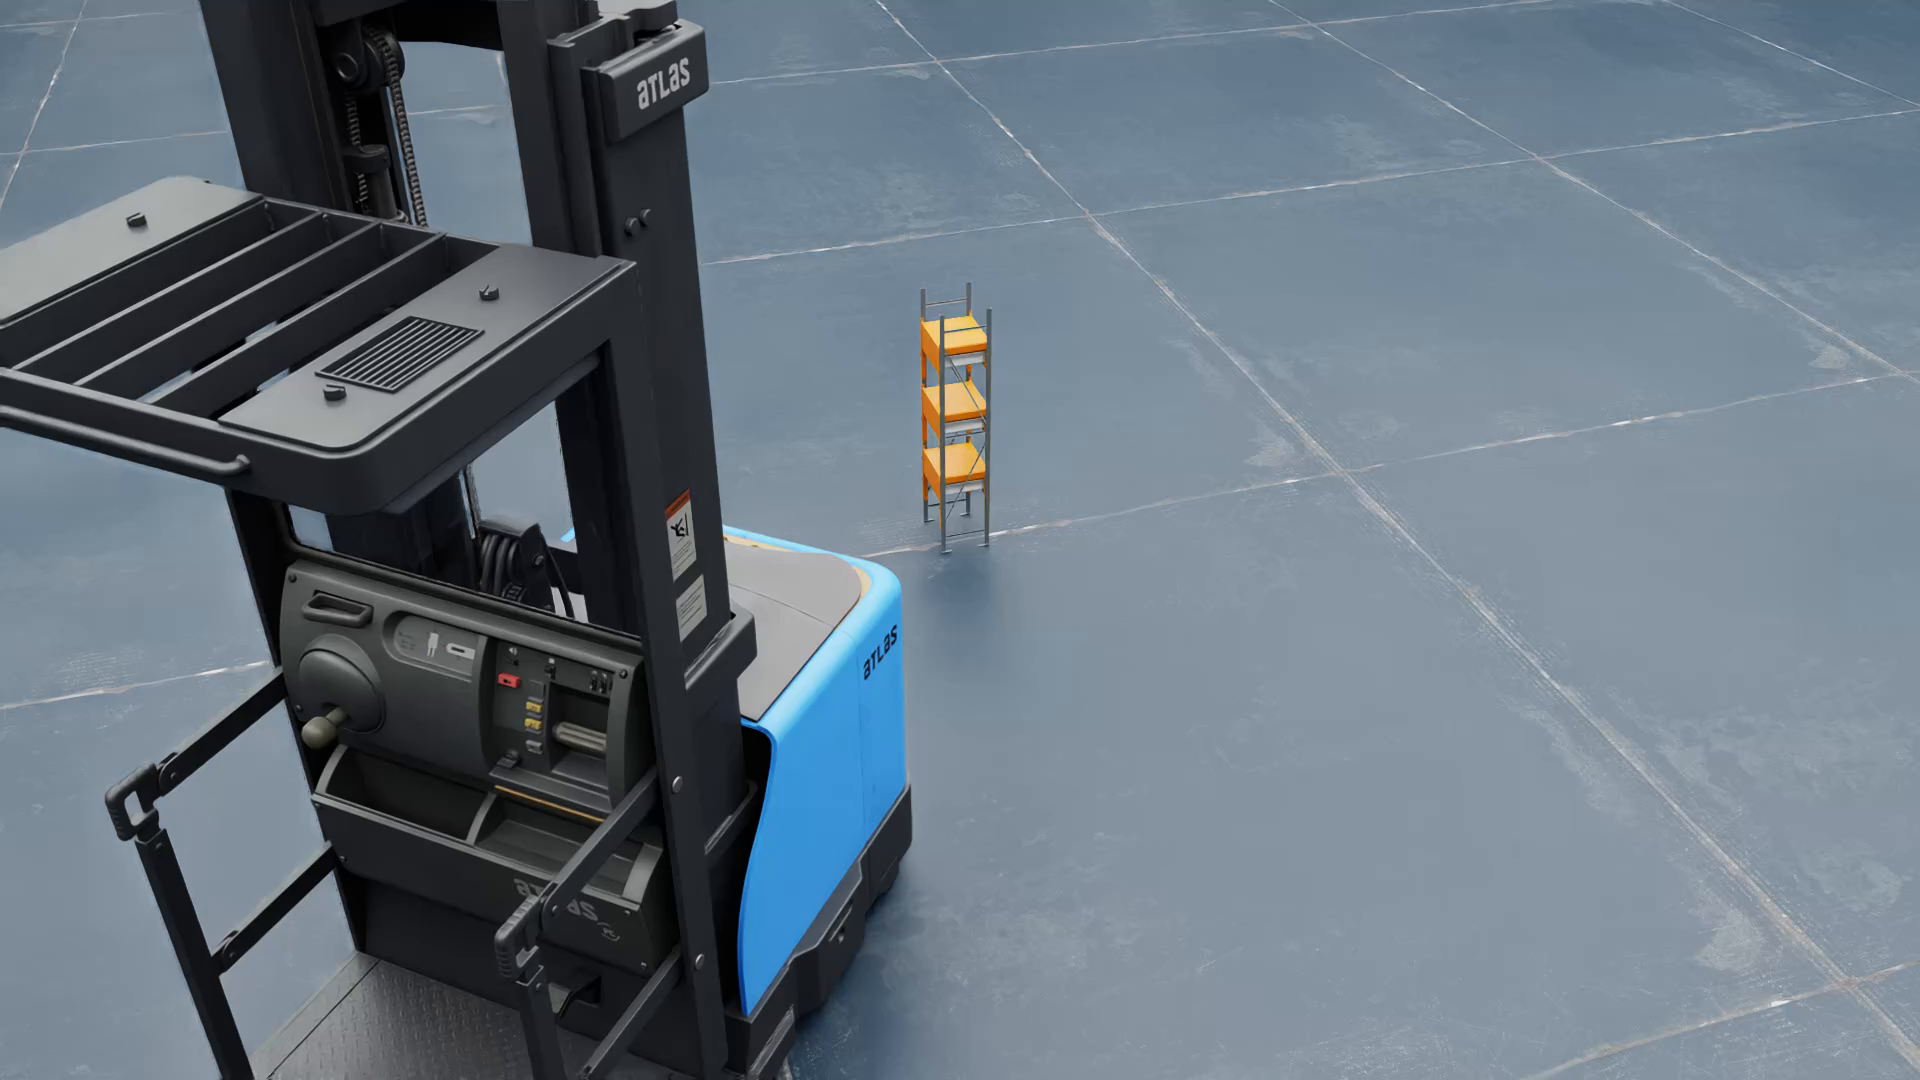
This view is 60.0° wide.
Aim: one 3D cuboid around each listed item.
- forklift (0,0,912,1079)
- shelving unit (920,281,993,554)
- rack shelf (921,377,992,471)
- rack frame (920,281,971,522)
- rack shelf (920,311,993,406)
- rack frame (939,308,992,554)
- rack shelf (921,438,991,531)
[{"bbox_3d":[-1.200,0.391,3.500,1.130,2.935,3.031,13,36,19],"label":"forklift"},{"bbox_3d":[-0.016,-0.466,6.503,0.215,1.050,0.252,-10,35,-15],"label":"shelving unit"},{"bbox_3d":[-0.016,-0.457,6.509,0.215,0.259,0.240,-10,35,-15],"label":"rack shelf"},{"bbox_3d":[-0.054,-0.530,6.600,0.200,1.050,0.008,-10,35,-15],"label":"rack frame"},{"bbox_3d":[-0.016,-0.694,6.352,0.215,0.259,0.240,-10,35,-15],"label":"rack shelf"},{"bbox_3d":[0.021,-0.402,6.406,0.200,1.050,0.008,-10,35,-15],"label":"rack frame"},{"bbox_3d":[-0.016,-0.225,6.662,0.215,0.259,0.240,-10,35,-15],"label":"rack shelf"}]
